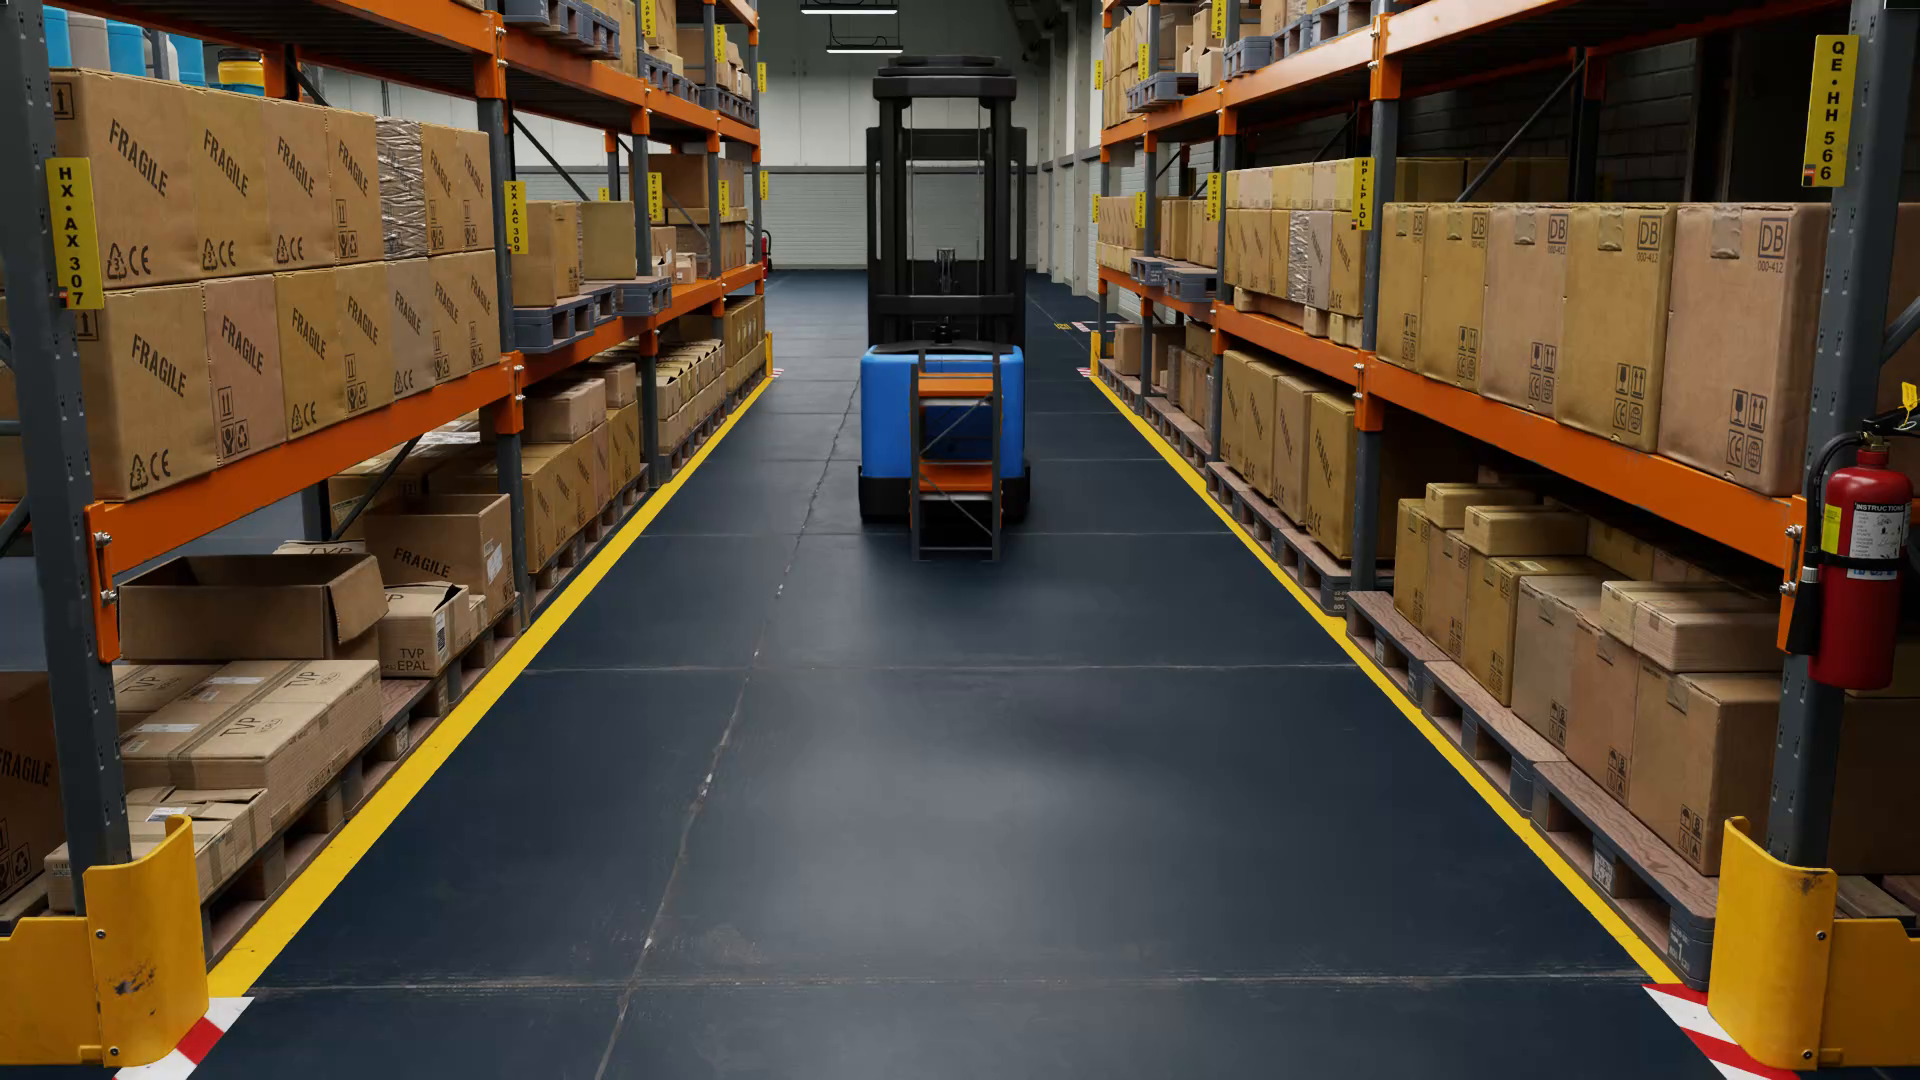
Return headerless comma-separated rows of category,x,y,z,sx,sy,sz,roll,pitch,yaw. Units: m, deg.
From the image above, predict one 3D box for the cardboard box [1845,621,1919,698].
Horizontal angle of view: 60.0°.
cardboard box,2.559,0.323,4.522,0.380,0.149,0.250,0,11,-1

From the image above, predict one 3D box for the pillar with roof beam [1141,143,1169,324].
pillar with roof beam,-1.408,-7.424,24.018,9.100,9.000,0.400,0,11,-1

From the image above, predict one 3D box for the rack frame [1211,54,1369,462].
rack frame,2.306,-1.854,11.653,1.000,3.000,0.127,0,11,-1

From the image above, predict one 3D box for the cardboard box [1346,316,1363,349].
cardboard box,2.099,-1.011,8.082,0.380,0.149,0.250,0,11,-1

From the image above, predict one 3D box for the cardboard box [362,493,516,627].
cardboard box,-2.269,0.084,7.282,0.500,0.500,0.500,0,11,-1

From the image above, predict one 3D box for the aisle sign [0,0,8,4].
aisle sign,-2.186,-1.504,3.391,0.394,0.787,0.004,0,11,-1

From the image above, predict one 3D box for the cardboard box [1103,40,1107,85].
cardboard box,1.906,-5.385,18.700,0.500,0.500,0.500,-1,12,-5

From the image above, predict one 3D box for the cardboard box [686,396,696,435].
cardboard box,-2.392,-1.000,13.301,0.500,0.250,0.500,-1,11,-3

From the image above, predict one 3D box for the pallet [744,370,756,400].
pallet,-2.732,-1.663,17.724,1.003,0.211,1.213,0,11,-1

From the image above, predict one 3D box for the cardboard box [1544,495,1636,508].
cardboard box,2.516,-0.081,6.513,0.380,0.149,0.250,-1,11,-3

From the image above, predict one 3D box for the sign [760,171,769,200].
sign,-2.269,-4.106,19.246,0.100,0.325,0.005,0,11,-1

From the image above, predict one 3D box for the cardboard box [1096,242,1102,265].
cardboard box,1.833,-3.282,19.020,0.500,0.250,0.500,-1,11,-3

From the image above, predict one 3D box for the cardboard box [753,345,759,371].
cardboard box,-2.471,-1.977,18.120,0.500,0.250,0.500,0,11,-1

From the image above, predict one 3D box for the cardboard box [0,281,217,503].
cardboard box,-2.227,-0.381,4.141,0.500,0.500,0.500,0,11,0

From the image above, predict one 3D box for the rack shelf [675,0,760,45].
rack shelf,-2.771,-5.417,16.943,1.077,0.370,4.000,0,11,-1

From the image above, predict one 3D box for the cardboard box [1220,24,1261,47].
cardboard box,2.372,-3.642,12.614,0.797,0.503,0.637,1,12,7

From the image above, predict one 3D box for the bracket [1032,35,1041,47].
bracket,2.107,-13.380,44.325,0.076,0.066,4.783,0,11,-1

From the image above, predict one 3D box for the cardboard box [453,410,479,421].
cardboard box,-2.901,-0.528,10.298,0.500,0.500,0.500,0,11,-2

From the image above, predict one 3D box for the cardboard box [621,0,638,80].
cardboard box,-2.604,-3.265,10.814,0.910,0.500,0.500,0,11,-1

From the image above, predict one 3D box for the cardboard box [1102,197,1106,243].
cardboard box,1.850,-3.554,18.472,0.500,0.500,0.500,0,11,-1

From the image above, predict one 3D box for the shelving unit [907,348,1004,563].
shelving unit,-0.015,-0.527,9.827,0.538,1.125,1.048,0,11,1

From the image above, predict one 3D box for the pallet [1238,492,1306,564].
pallet,2.269,-0.088,9.964,1.003,0.211,1.213,0,11,-1

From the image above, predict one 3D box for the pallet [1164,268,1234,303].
pallet,2.185,-1.901,12.368,1.213,0.211,1.003,0,11,-1

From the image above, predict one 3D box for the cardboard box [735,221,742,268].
cardboard box,-2.799,-3.275,18.405,0.700,0.500,0.500,0,11,0

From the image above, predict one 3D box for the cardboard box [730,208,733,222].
cardboard box,-2.579,-3.406,17.423,0.380,0.149,0.250,0,11,-2

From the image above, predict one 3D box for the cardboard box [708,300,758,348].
cardboard box,-2.468,-2.345,18.046,0.500,0.500,0.500,0,11,-1

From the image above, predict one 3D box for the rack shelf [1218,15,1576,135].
rack shelf,2.347,-2.574,9.467,1.077,0.370,4.000,0,11,-1

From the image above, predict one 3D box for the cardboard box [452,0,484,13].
cardboard box,-2.288,-2.339,6.875,0.500,0.250,0.500,0,11,-1

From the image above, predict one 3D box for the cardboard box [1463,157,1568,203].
cardboard box,2.640,-1.723,8.074,0.500,0.250,0.500,0,11,1

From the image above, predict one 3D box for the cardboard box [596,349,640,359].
cardboard box,-2.953,-1.475,14.236,0.500,0.311,0.500,-1,11,-3

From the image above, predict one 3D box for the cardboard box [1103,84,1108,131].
cardboard box,1.898,-4.906,18.849,0.500,0.500,0.500,0,11,0

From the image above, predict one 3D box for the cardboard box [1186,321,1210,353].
cardboard box,2.268,-1.773,14.550,0.500,0.250,0.500,0,11,-2

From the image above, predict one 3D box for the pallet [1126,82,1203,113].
pallet,2.129,-3.904,14.686,1.213,0.211,1.003,0,11,-1

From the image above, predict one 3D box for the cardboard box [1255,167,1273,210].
cardboard box,2.084,-2.128,10.070,0.500,0.250,0.500,0,11,-1

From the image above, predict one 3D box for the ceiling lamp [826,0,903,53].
ceiling lamp,-2.480,-14.284,43.155,2.000,3.185,0.800,0,11,-1

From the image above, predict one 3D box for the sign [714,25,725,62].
sign,-2.187,-4.510,15.108,0.100,0.325,0.005,0,11,-1

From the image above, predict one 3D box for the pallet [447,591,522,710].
pallet,-2.551,0.466,7.234,1.003,0.211,1.213,0,11,-1

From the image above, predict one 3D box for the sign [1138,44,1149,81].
sign,1.681,-4.369,15.204,0.100,0.325,0.005,0,11,-1

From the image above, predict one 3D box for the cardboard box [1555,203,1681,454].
cardboard box,2.424,-0.657,4.997,0.980,0.700,0.700,0,11,-2

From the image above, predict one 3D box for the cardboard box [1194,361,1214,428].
cardboard box,2.306,-1.189,13.555,0.700,0.500,0.500,0,11,-1

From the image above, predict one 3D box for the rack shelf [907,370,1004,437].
rack shelf,-0.015,-0.814,9.769,0.538,0.278,1.000,0,11,1

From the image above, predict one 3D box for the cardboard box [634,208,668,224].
cardboard box,-2.949,-3.048,15.656,0.380,0.149,0.250,0,11,-1

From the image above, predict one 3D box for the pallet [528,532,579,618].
pallet,-2.619,0.167,8.703,1.003,0.211,1.213,0,11,-1

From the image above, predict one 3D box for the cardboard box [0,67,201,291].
cardboard box,-2.227,-0.871,4.041,0.500,0.500,0.500,0,11,1

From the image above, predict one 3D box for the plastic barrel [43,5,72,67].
plastic barrel,-7.427,-3.964,13.248,0.600,0.901,0.708,0,11,-1

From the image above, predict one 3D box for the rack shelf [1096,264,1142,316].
rack shelf,2.182,-2.694,17.603,1.077,0.370,4.000,0,11,-1

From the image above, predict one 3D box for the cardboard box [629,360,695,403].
cardboard box,-2.391,-1.277,13.258,0.500,0.311,0.500,-1,11,-3

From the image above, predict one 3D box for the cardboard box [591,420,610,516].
cardboard box,-2.365,-0.431,9.821,0.500,0.500,0.500,-1,11,-3

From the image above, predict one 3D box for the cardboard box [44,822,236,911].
cardboard box,-2.146,0.854,4.367,0.380,0.149,0.250,0,11,-1

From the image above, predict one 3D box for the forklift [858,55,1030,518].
forklift,-0.086,-1.821,11.661,1.130,2.935,3.031,0,11,1

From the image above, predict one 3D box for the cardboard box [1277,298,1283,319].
cardboard box,2.136,-1.419,10.088,0.380,0.149,0.250,0,11,0

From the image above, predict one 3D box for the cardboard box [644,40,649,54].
cardboard box,-2.751,-3.850,13.269,0.500,0.250,0.500,-1,12,-6

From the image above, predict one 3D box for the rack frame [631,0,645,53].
rack frame,-2.647,-4.773,10.952,1.000,3.000,0.127,0,11,-1

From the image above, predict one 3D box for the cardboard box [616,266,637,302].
cardboard box,-2.611,-1.862,11.915,0.500,0.311,0.500,0,11,2

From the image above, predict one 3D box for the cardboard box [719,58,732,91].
cardboard box,-2.487,-4.537,16.151,0.500,0.311,0.500,-1,12,-4

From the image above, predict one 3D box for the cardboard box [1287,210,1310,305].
cardboard box,2.105,-1.555,9.131,0.500,0.500,0.500,0,11,-1

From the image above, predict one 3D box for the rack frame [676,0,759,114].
rack frame,-2.812,-6.363,18.791,1.000,3.000,0.127,0,11,-1
